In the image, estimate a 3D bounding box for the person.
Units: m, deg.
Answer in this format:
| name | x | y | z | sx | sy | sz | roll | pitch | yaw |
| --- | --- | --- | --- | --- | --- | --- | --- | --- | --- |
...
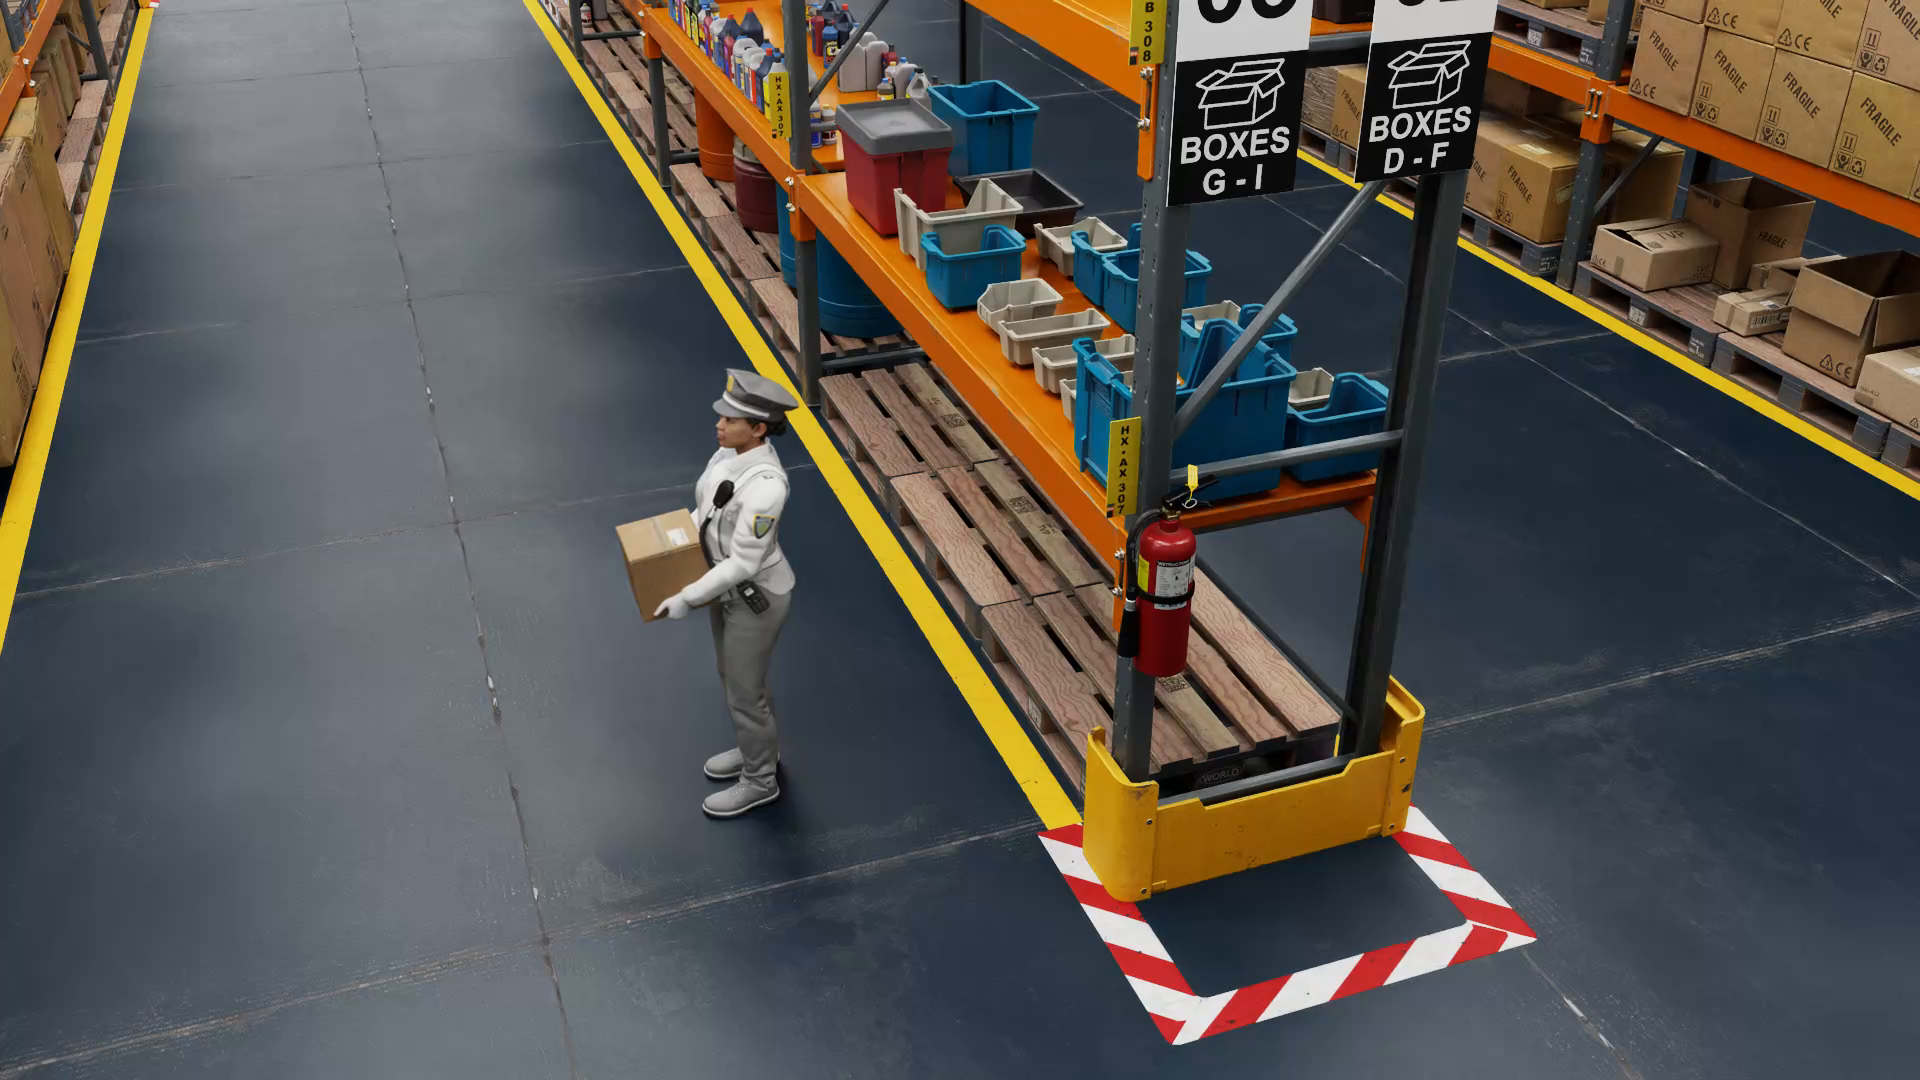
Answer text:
| name | x | y | z | sx | sy | sz | roll | pitch | yaw |
| --- | --- | --- | --- | --- | --- | --- | --- | --- | --- |
| person | -0.805 | 0.194 | 5.764 | 0.554 | 1.688 | 0.463 | -11 | 32 | -18 |
